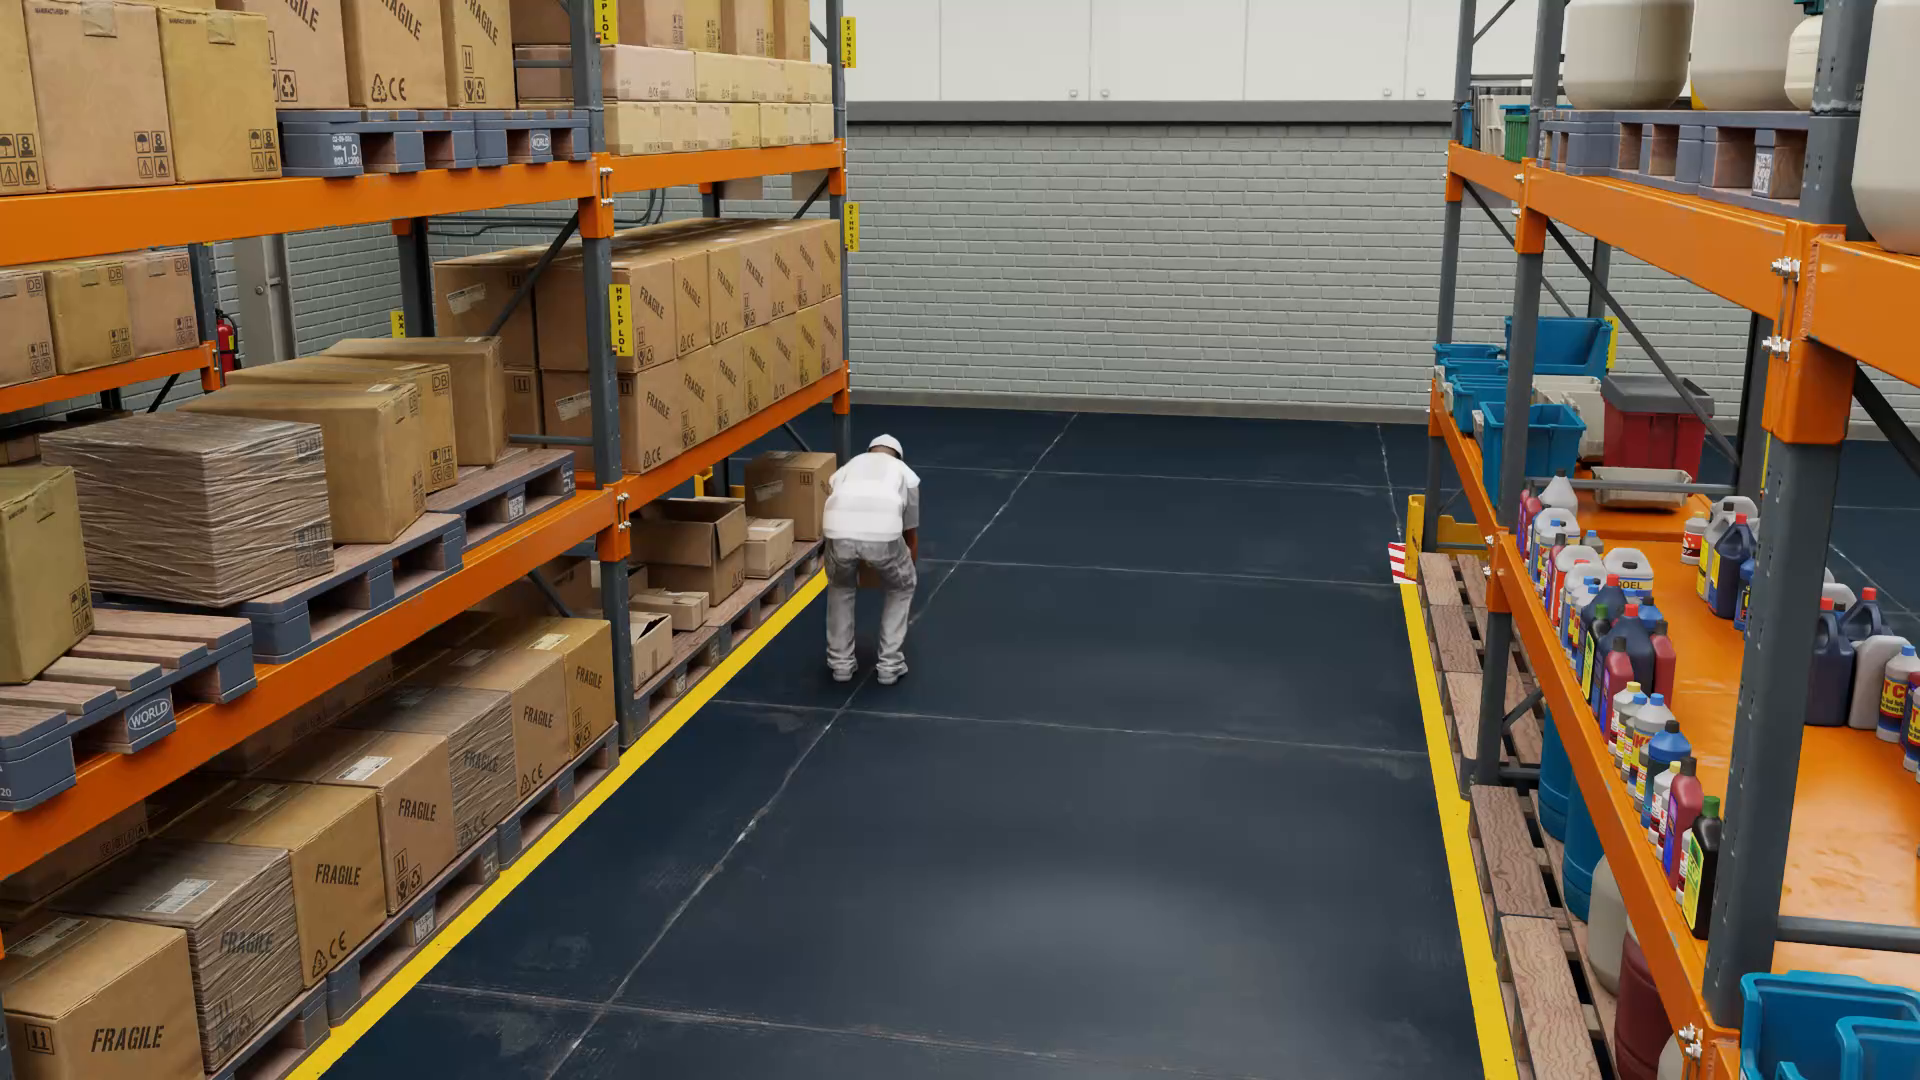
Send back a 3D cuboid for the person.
[{"bbox_3d":[-0.480,0.096,9.183,0.516,1.238,0.954,2,15,9],"label":"person"}]
